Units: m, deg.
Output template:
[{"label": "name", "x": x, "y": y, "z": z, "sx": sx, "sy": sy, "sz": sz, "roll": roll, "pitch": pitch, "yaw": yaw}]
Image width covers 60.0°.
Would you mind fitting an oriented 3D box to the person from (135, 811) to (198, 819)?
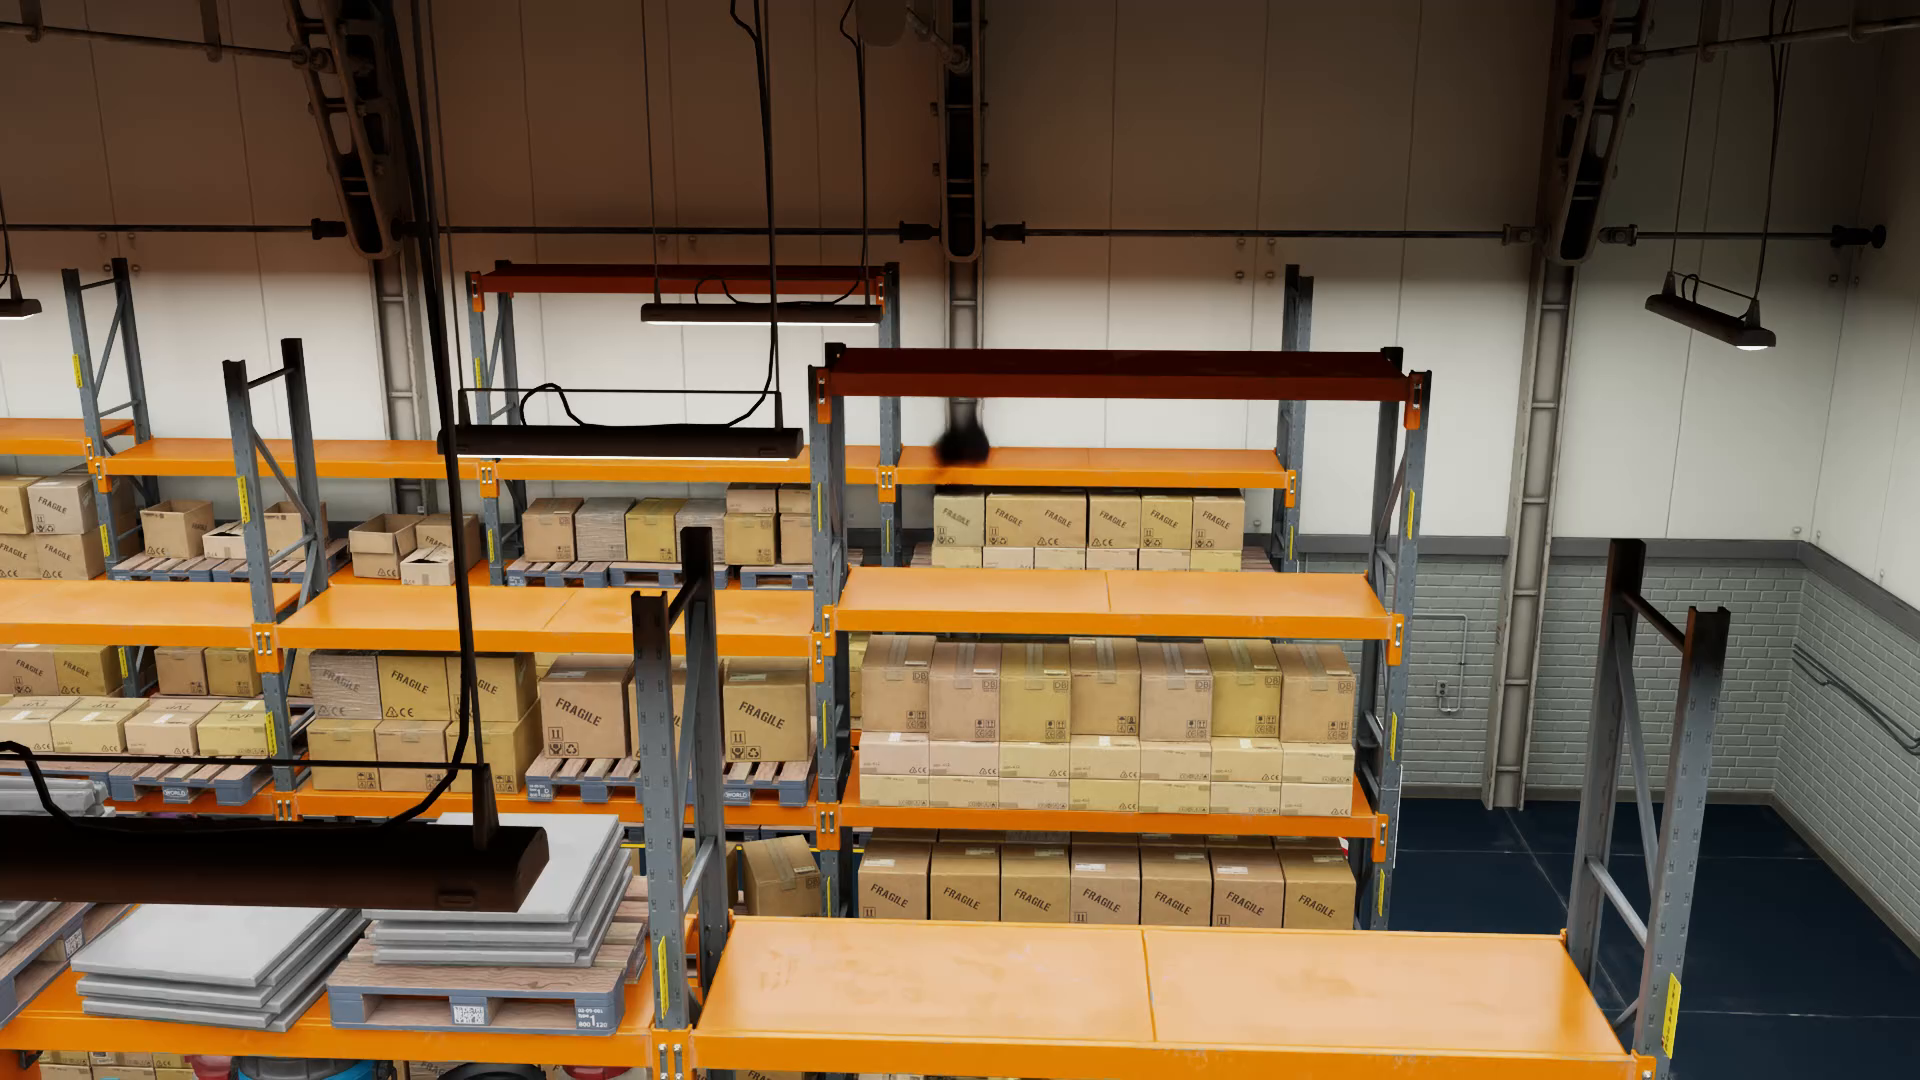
[{"label": "person", "x": -7.668, "y": 2.870, "z": 15.918, "sx": 0.764, "sy": 1.536, "sz": 0.520, "roll": 0, "pitch": 16, "yaw": -1}]
